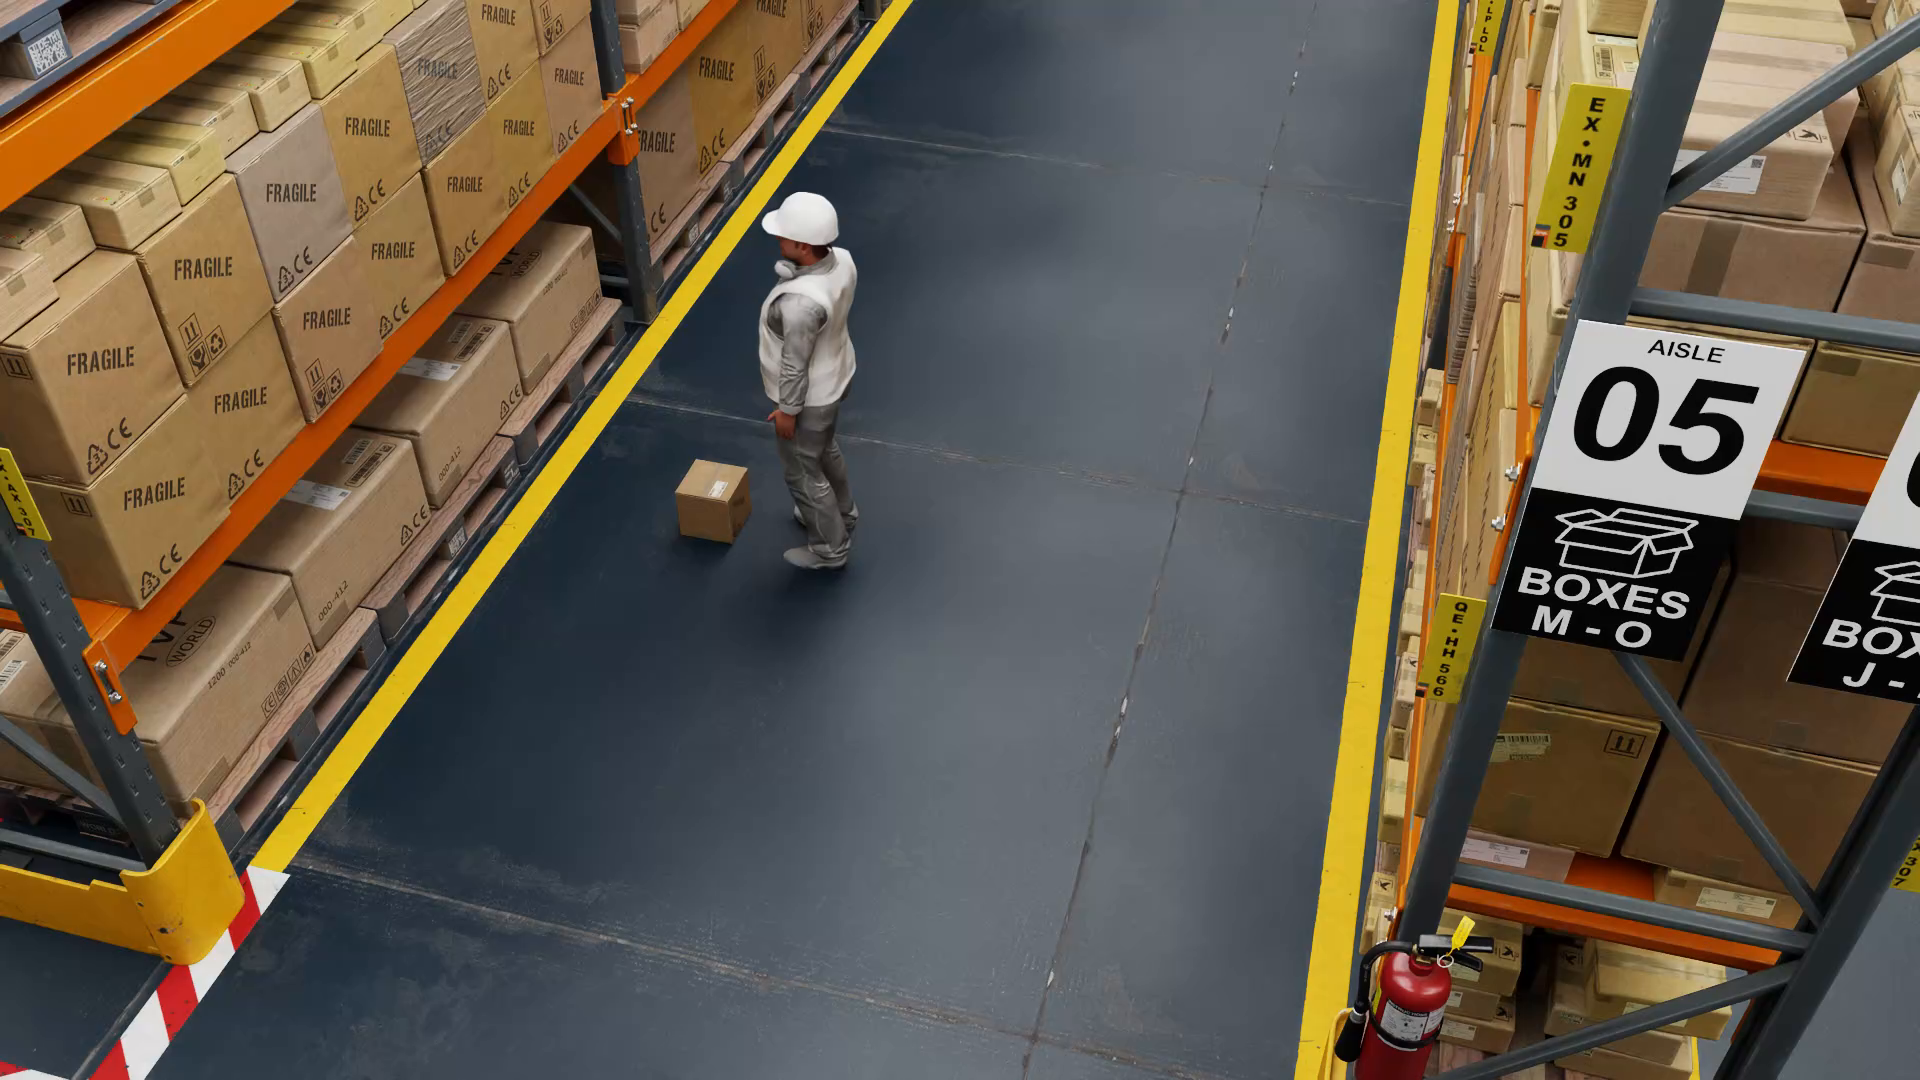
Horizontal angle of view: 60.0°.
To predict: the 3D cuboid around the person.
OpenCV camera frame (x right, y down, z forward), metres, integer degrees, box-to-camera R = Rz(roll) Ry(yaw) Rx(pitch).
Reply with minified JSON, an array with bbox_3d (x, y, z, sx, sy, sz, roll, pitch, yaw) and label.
[{"bbox_3d":[-0.629,-0.640,6.905,0.366,1.789,0.534,11,42,12],"label":"person"}]
